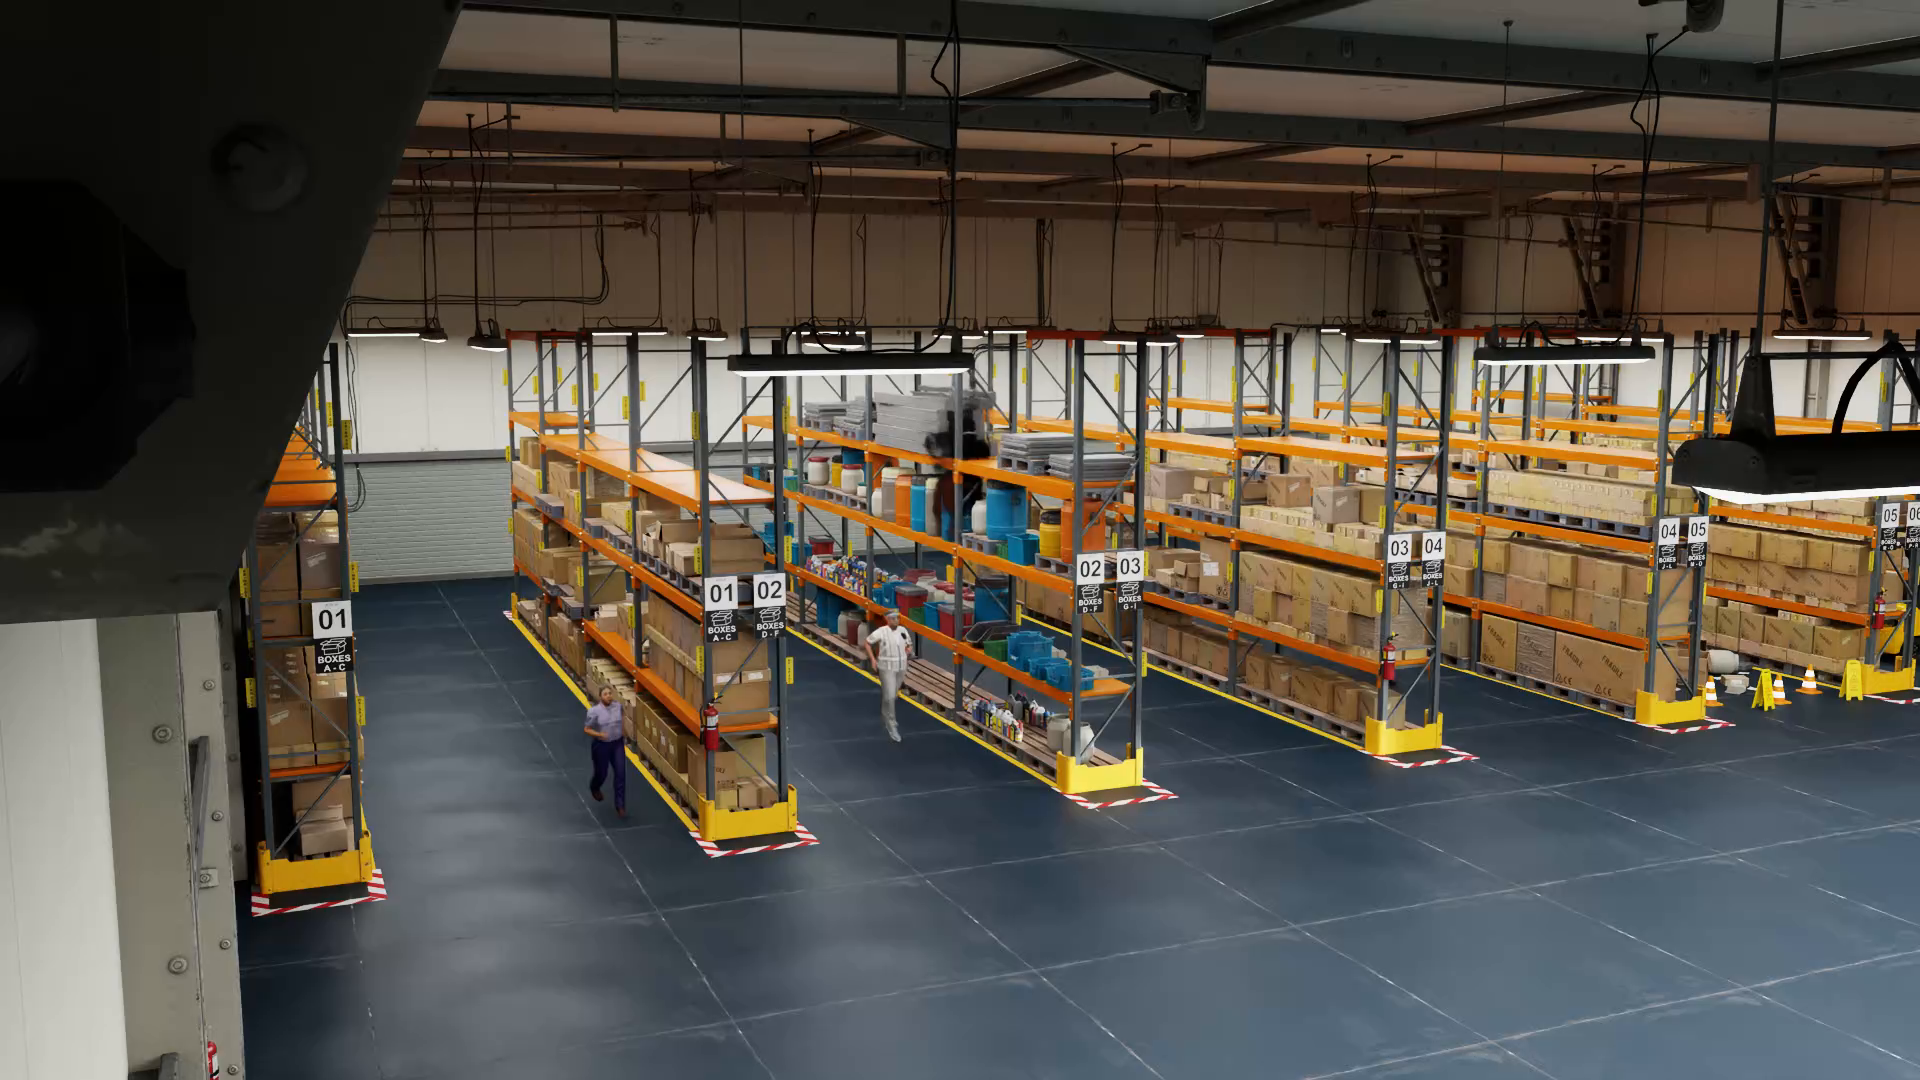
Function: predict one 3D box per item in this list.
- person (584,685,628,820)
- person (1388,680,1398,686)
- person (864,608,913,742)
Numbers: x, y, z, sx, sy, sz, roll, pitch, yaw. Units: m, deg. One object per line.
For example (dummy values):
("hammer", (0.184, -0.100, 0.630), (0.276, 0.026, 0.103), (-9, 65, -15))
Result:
("person", (-4.484, 2.654, 21.144), (0.606, 1.662, 0.923), (-5, 9, -30))
("person", (7.296, 1.636, 28.475), (0.660, 1.674, 0.619), (-5, 9, -30))
("person", (-0.970, 1.920, 24.086), (0.631, 1.907, 0.757), (-6, 10, -39))
